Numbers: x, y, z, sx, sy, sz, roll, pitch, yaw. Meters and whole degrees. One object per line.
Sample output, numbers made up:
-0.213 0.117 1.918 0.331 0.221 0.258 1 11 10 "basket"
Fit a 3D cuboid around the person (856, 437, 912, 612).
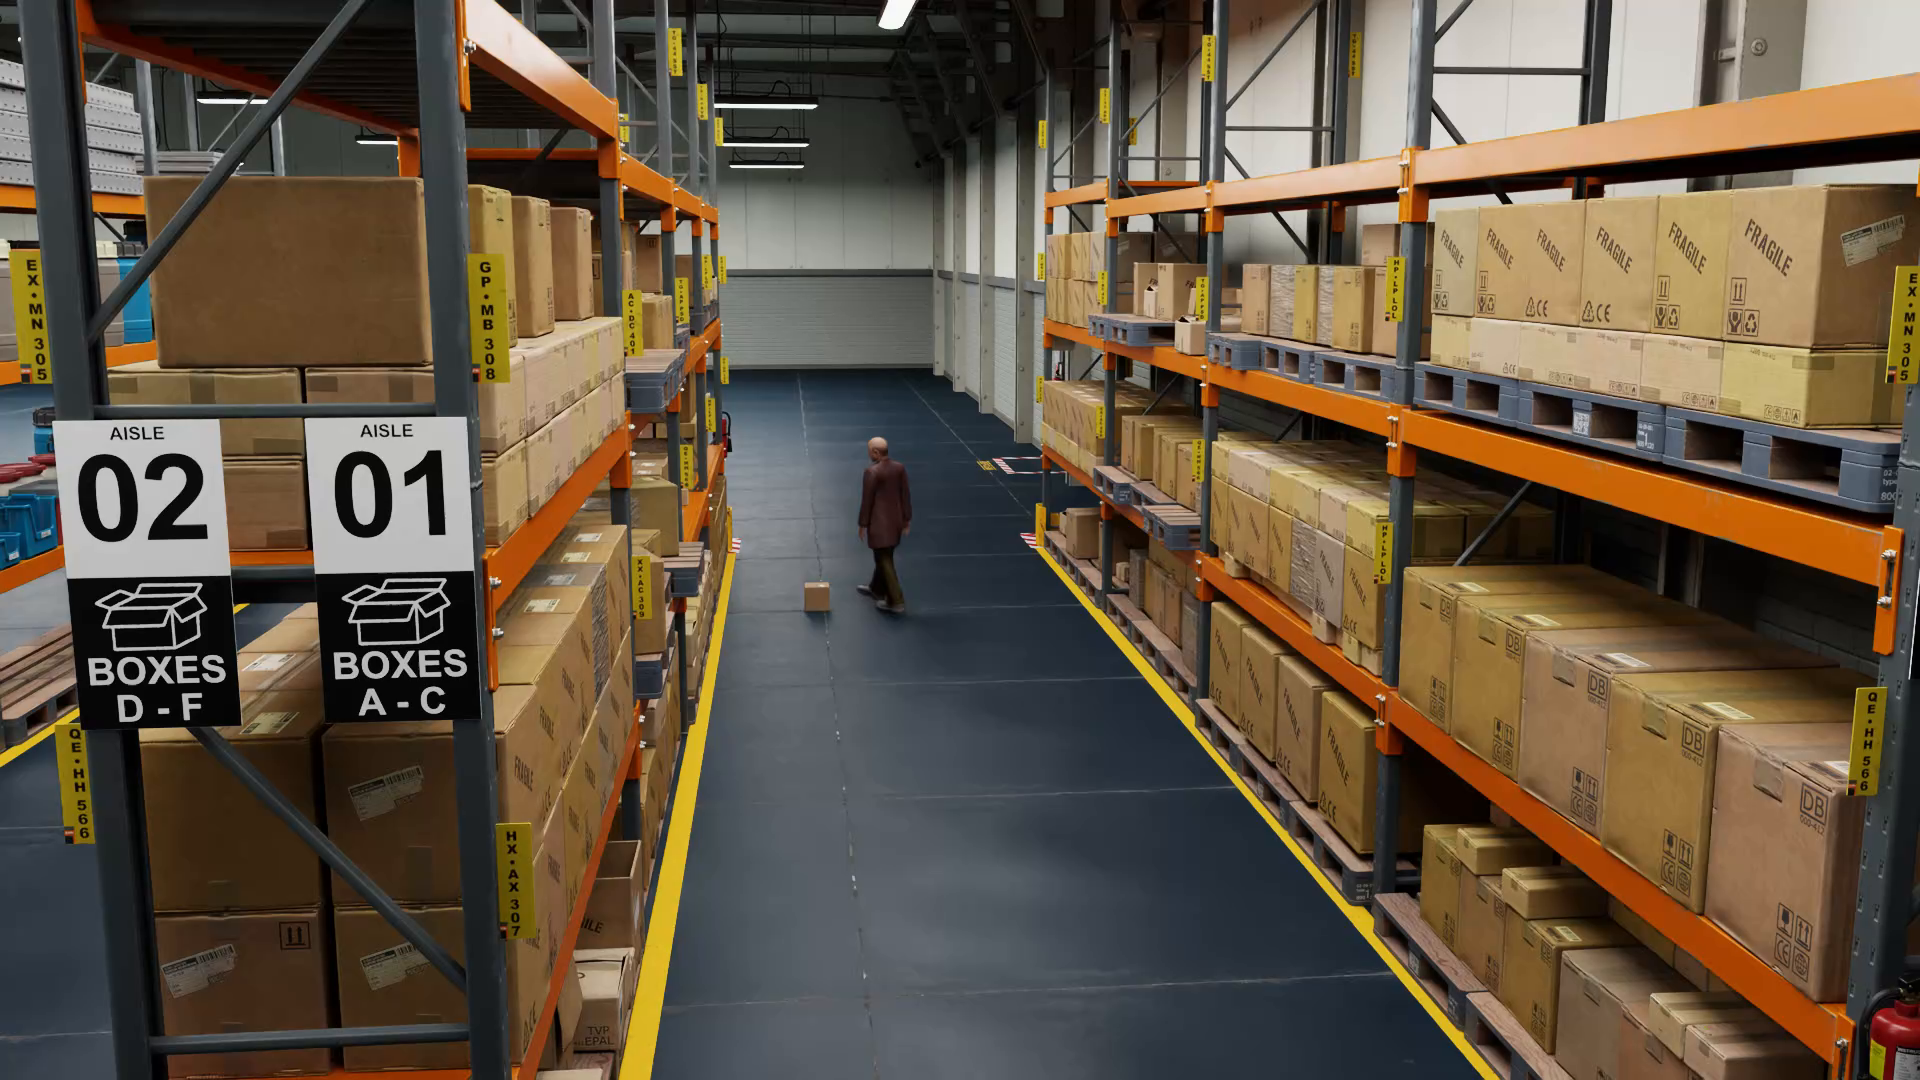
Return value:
-0.847 -0.190 16.938 0.854 1.751 0.615 8 13 40 "person"
